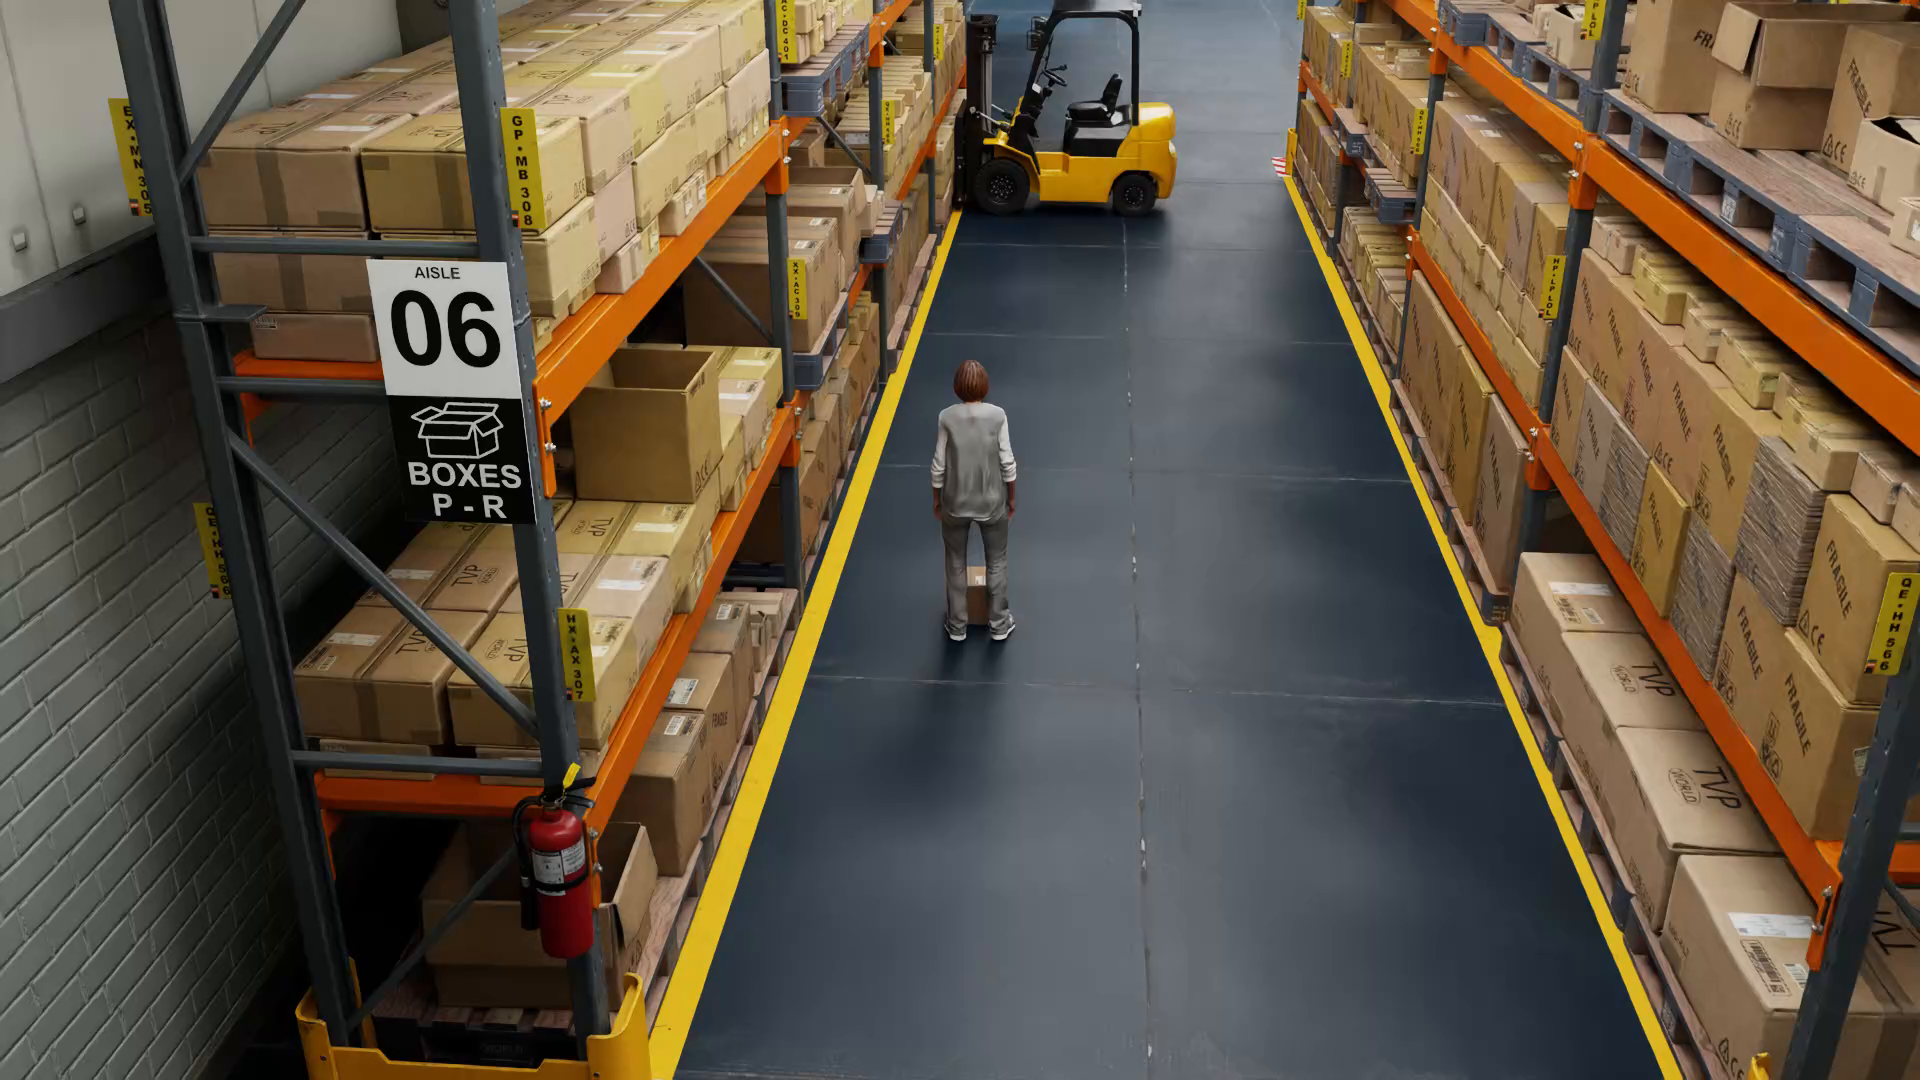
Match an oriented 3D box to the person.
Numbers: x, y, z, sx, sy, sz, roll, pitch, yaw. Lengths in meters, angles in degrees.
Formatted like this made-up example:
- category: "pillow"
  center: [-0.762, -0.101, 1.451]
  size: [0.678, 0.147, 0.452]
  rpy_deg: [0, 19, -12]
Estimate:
- category: "person"
  center: [0.076, -0.192, 9.034]
  size: [0.467, 1.593, 0.349]
  rpy_deg: [0, 25, 1]
